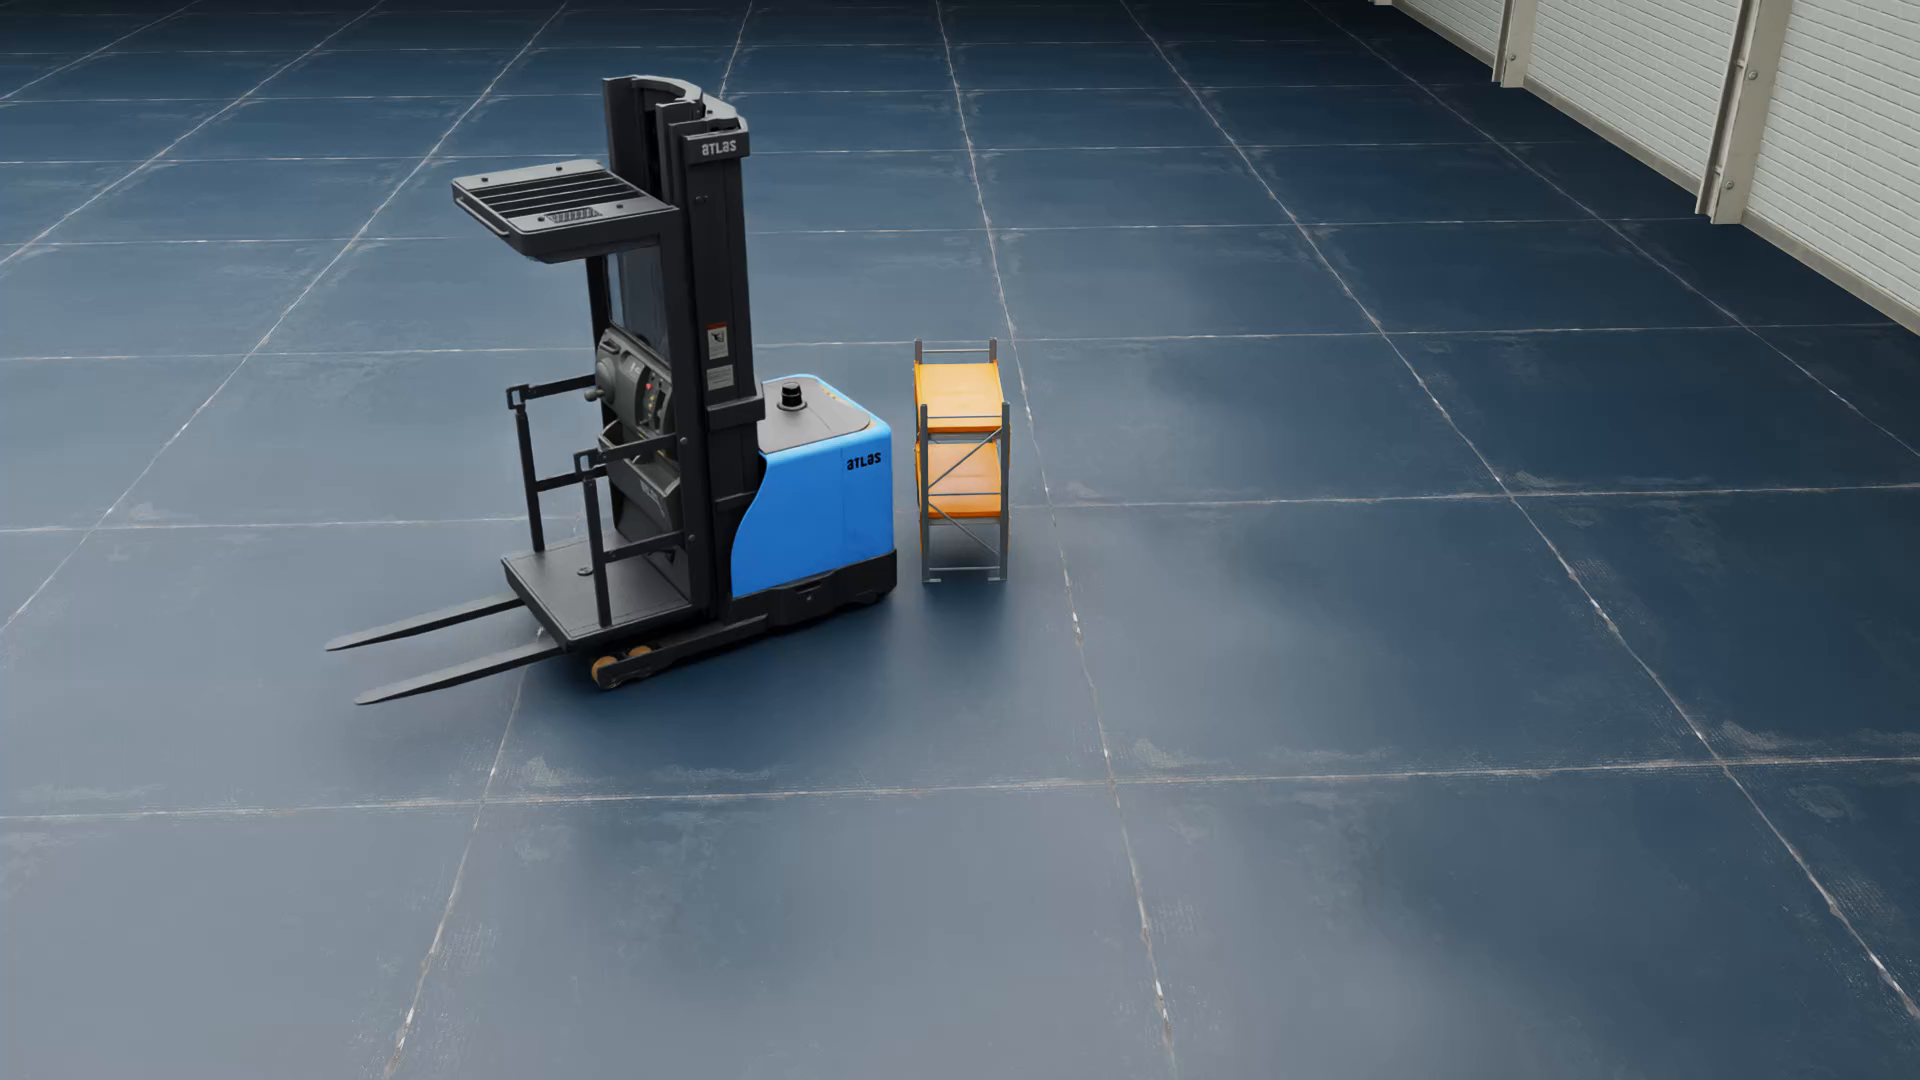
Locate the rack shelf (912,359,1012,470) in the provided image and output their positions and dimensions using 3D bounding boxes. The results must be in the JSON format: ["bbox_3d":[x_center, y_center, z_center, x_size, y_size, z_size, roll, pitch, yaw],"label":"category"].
[{"bbox_3d":[0.000,-0.755,9.849,0.538,0.278,1.000,-1,28,-3],"label":"rack shelf"}]

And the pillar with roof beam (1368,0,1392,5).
[{"bbox_3d":[2.516,-12.587,24.652,9.100,9.000,0.400,-1,28,-3],"label":"pillar with roof beam"}]

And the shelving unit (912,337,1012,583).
[{"bbox_3d":[0.000,-0.496,9.984,0.538,1.125,1.048,-1,28,-3],"label":"shelving unit"}]

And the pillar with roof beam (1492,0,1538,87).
[{"bbox_3d":[2.829,-9.816,19.340,9.100,9.000,0.400,-1,28,-3],"label":"pillar with roof beam"}]

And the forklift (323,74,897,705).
[{"bbox_3d":[-1.880,-0.796,8.607,3.031,2.935,1.130,-16,32,-29],"label":"forklift"}]

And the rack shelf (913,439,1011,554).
[{"bbox_3d":[0.000,-0.279,10.097,0.538,0.278,1.000,-1,28,-3],"label":"rack shelf"}]

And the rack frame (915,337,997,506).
[{"bbox_3d":[-0.026,-0.730,10.434,0.500,1.125,0.032,-1,28,-3],"label":"rack frame"}]

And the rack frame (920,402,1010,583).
[{"bbox_3d":[0.027,-0.261,9.534,0.500,1.125,0.032,-1,28,-3],"label":"rack frame"}]

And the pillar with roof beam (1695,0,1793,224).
[{"bbox_3d":[3.142,-7.045,14.027,9.100,9.000,0.400,-1,28,-3],"label":"pillar with roof beam"}]
